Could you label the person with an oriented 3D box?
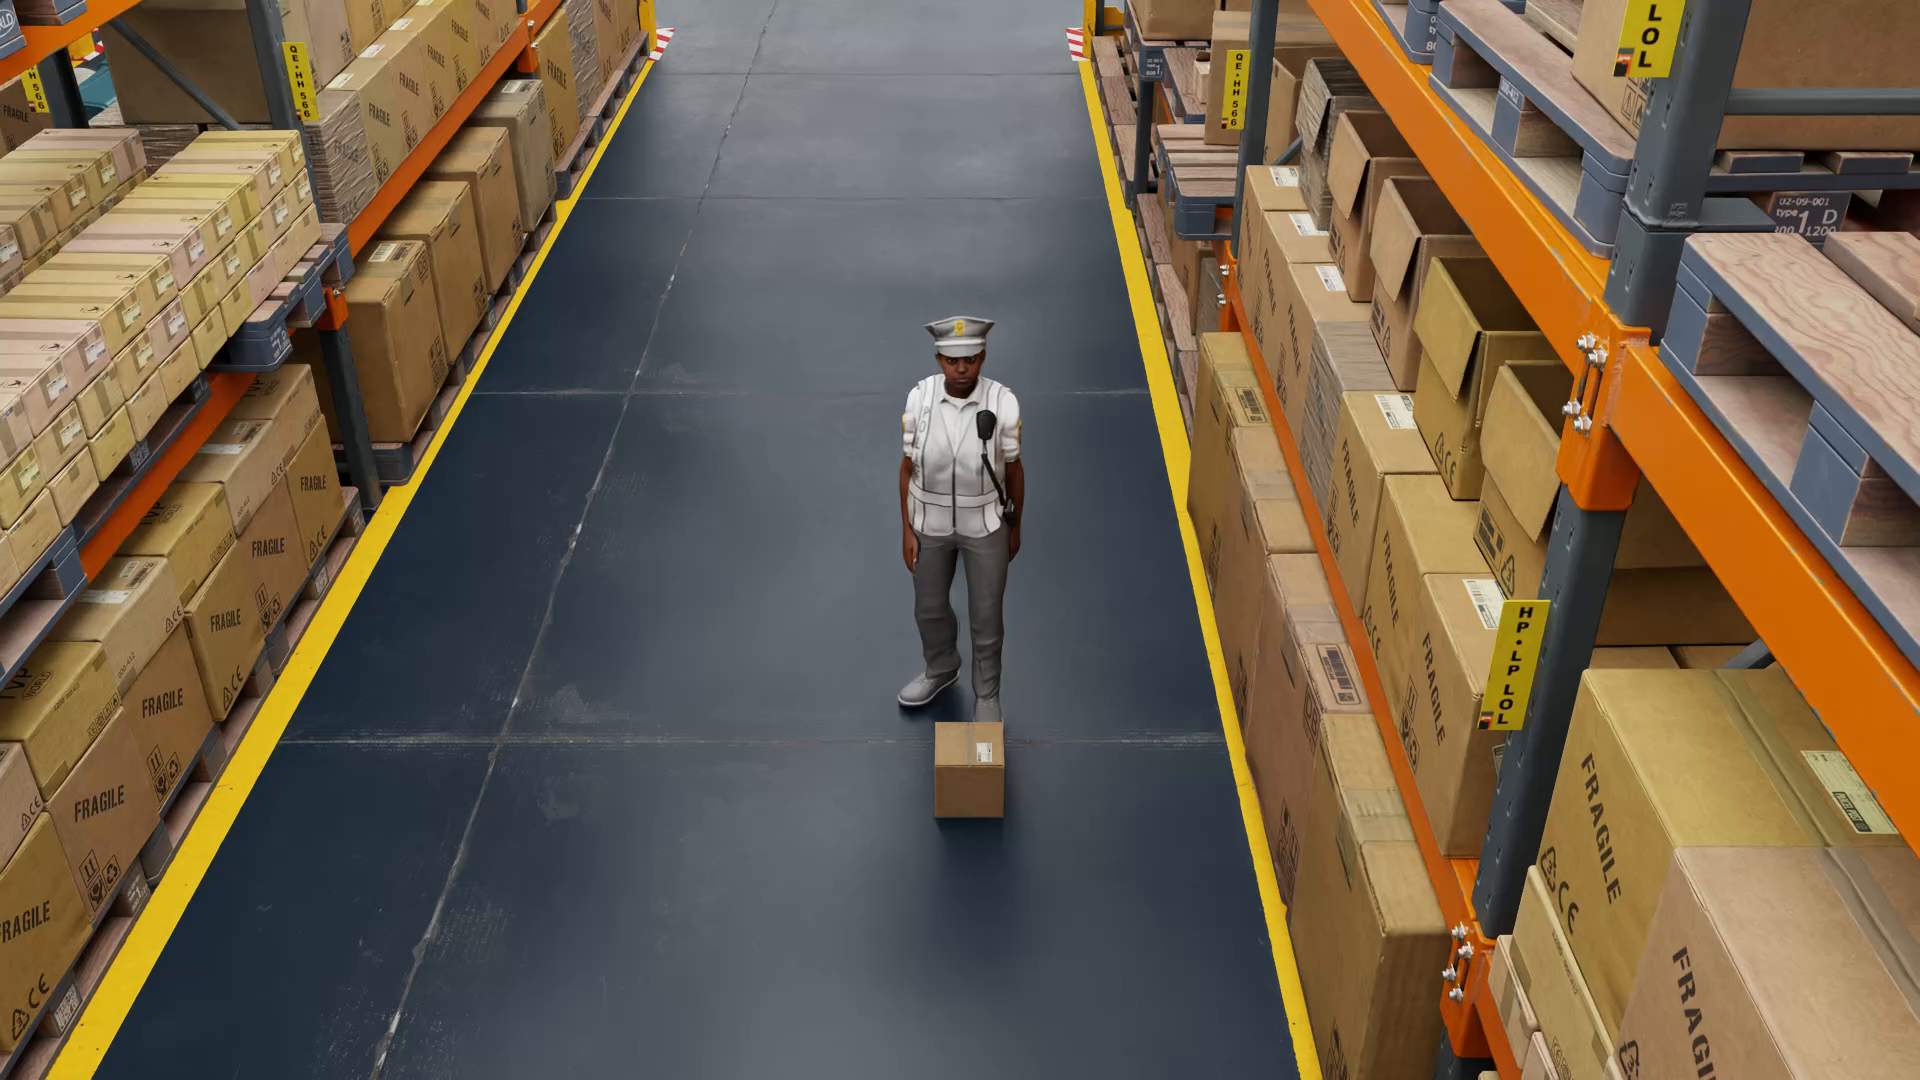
[{"bbox_3d":[-0.008,-0.061,6.166,0.481,1.701,0.393,4,32,6],"label":"person"}]
